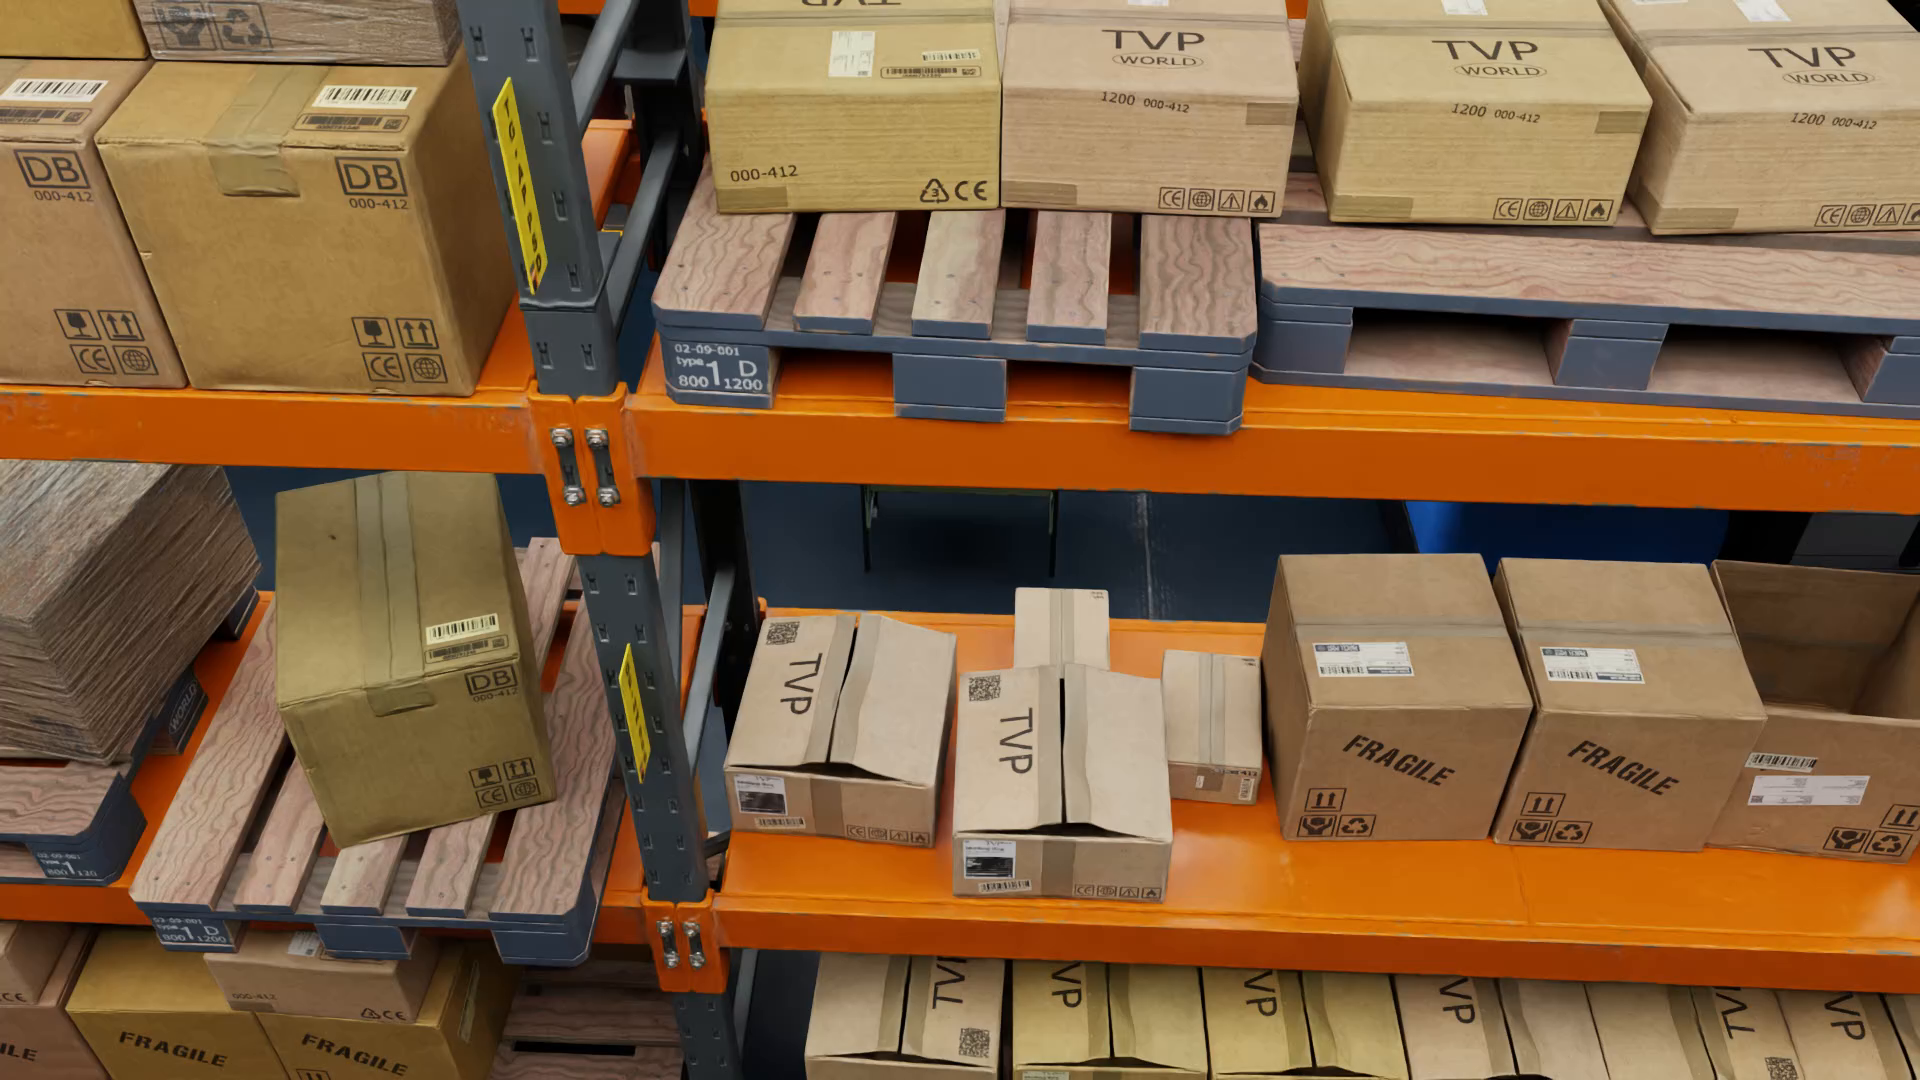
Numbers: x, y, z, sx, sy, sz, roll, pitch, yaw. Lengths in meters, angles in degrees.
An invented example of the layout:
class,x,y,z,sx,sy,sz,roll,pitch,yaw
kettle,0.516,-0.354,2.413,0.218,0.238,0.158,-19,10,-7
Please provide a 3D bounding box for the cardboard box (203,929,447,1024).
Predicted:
class,x,y,z,sx,sy,sz,roll,pitch,yaw
cardboard box,-1.645,0.991,4.447,0.500,0.250,0.500,3,43,4

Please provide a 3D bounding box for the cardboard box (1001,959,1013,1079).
class,x,y,z,sx,sy,sz,roll,pitch,yaw
cardboard box,0.368,1.462,4.689,0.500,0.250,0.500,1,43,1

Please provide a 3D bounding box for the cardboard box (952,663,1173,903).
class,x,y,z,sx,sy,sz,roll,pitch,yaw
cardboard box,0.241,0.571,4.002,0.500,0.311,0.500,1,43,1

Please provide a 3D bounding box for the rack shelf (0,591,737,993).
class,x,y,z,sx,sy,sz,roll,pitch,yaw
rack shelf,-2.642,0.581,4.454,4.000,0.370,1.077,2,43,2

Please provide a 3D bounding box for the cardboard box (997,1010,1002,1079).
class,x,y,z,sx,sy,sz,roll,pitch,yaw
cardboard box,-0.134,1.448,4.705,0.500,0.250,0.500,2,43,2

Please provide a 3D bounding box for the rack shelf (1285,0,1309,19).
class,x,y,z,sx,sy,sz,roll,pitch,yaw
rack shelf,1.581,-2.669,7.942,4.000,0.370,1.077,2,43,2

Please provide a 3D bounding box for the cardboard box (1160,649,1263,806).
class,x,y,z,sx,sy,sz,roll,pitch,yaw
cardboard box,0.632,0.472,4.227,0.250,0.149,0.380,5,43,5

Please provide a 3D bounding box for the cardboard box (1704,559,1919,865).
class,x,y,z,sx,sy,sz,roll,pitch,yaw
cardboard box,2.059,0.414,4.031,0.500,0.500,0.500,5,43,5

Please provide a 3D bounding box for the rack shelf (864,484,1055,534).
class,x,y,z,sx,sy,sz,roll,pitch,yaw
rack shelf,0.007,-0.310,6.461,0.720,0.370,0.431,2,43,2

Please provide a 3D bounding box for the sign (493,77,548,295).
class,x,y,z,sx,sy,sz,roll,pitch,yaw
sign,-0.671,-0.538,2.547,0.005,0.325,0.100,2,43,2

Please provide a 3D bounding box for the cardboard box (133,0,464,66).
class,x,y,z,sx,sy,sz,roll,pitch,yaw
cardboard box,-1.080,-1.139,2.764,0.500,0.500,0.500,2,43,2

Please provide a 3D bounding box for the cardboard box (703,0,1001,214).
class,x,y,z,sx,sy,sz,roll,pitch,yaw
cardboard box,-0.188,-0.842,3.054,0.500,0.250,0.500,-1,43,-1

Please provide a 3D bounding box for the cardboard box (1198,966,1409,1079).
class,x,y,z,sx,sy,sz,roll,pitch,yaw
cardboard box,0.900,1.270,4.484,0.500,0.311,0.500,1,43,1

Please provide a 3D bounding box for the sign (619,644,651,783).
class,x,y,z,sx,sy,sz,roll,pitch,yaw
sign,-0.659,0.354,3.378,0.005,0.325,0.100,2,43,2

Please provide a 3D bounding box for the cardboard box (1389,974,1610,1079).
class,x,y,z,sx,sy,sz,roll,pitch,yaw
cardboard box,1.414,1.285,4.467,0.500,0.311,0.500,1,43,1

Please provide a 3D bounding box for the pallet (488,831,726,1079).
class,x,y,z,sx,sy,sz,roll,pitch,yaw
pallet,-1.388,1.351,5.145,1.213,0.211,1.003,2,43,2

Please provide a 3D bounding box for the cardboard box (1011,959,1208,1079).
class,x,y,z,sx,sy,sz,roll,pitch,yaw
cardboard box,0.391,1.253,4.502,0.500,0.311,0.500,1,43,1

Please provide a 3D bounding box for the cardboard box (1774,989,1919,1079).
class,x,y,z,sx,sy,sz,roll,pitch,yaw
cardboard box,2.414,1.320,4.430,0.500,0.311,0.500,3,43,3

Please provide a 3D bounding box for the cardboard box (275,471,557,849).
class,x,y,z,sx,sy,sz,roll,pitch,yaw
cardboard box,-1.278,0.246,3.904,0.500,0.500,0.700,-12,44,-12

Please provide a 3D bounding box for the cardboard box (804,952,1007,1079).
class,x,y,z,sx,sy,sz,roll,pitch,yaw
cardboard box,-0.134,1.242,4.514,0.500,0.311,0.500,3,43,3

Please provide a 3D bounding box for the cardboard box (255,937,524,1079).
class,x,y,z,sx,sy,sz,roll,pitch,yaw
cardboard box,-1.589,1.264,4.704,0.500,0.500,0.500,3,43,4

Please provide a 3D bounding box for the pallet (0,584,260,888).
class,x,y,z,sx,sy,sz,roll,pitch,yaw
pallet,-2.587,0.393,4.269,1.213,0.211,1.003,2,43,2

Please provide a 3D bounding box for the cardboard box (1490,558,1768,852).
class,x,y,z,sx,sy,sz,roll,pitch,yaw
cardboard box,1.559,0.399,4.048,0.500,0.500,0.500,2,43,2

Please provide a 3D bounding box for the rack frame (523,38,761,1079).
class,x,y,z,sx,sy,sz,roll,pitch,yaw
rack frame,-0.644,0.379,4.143,0.127,3.000,1.000,2,43,2

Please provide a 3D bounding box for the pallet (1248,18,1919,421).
class,x,y,z,sx,sy,sz,roll,pitch,yaw
pallet,1.155,-0.657,3.193,1.213,0.211,1.003,4,43,4

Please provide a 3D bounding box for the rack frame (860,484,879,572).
class,x,y,z,sx,sy,sz,roll,pitch,yaw
rack frame,-0.359,-0.560,6.251,0.023,1.500,0.400,2,43,2

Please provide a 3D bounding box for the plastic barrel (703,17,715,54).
class,x,y,z,sx,sy,sz,roll,pitch,yaw
plastic barrel,-0.907,-2.357,8.363,0.708,0.830,0.600,2,43,2

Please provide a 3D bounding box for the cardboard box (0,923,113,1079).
class,x,y,z,sx,sy,sz,roll,pitch,yaw
cardboard box,-2.630,1.236,4.734,0.500,0.500,0.500,0,43,0

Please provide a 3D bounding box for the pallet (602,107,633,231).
class,x,y,z,sx,sy,sz,roll,pitch,yaw
pallet,-1.207,-1.969,8.709,1.213,0.211,1.003,2,43,2

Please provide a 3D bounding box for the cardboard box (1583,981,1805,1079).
class,x,y,z,sx,sy,sz,roll,pitch,yaw
cardboard box,1.916,1.303,4.448,0.500,0.311,0.500,2,43,2

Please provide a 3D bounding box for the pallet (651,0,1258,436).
class,x,y,z,sx,sy,sz,roll,pitch,yaw
pallet,0.038,-0.689,3.227,1.003,0.211,1.213,4,43,4

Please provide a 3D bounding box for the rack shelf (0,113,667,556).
class,x,y,z,sx,sy,sz,roll,pitch,yaw
rack shelf,-2.642,-0.517,3.431,4.000,0.370,1.077,2,43,2

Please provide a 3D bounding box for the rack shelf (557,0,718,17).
class,x,y,z,sx,sy,sz,roll,pitch,yaw
rack shelf,-2.415,-2.792,8.074,4.000,0.370,1.077,2,43,2

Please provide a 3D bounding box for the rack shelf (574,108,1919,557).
class,x,y,z,sx,sy,sz,roll,pitch,yaw
rack shelf,1.354,-0.394,3.299,4.000,0.370,1.077,2,43,2

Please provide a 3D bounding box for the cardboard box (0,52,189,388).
class,x,y,z,sx,sy,sz,roll,pitch,yaw
cardboard box,-1.591,-0.761,3.093,0.500,0.500,0.910,2,43,2

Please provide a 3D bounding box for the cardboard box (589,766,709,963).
class,x,y,z,sx,sy,sz,roll,pitch,yaw
cardboard box,-1.086,0.924,5.068,0.500,0.500,0.500,3,43,4

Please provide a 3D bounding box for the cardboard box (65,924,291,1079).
class,x,y,z,sx,sy,sz,roll,pitch,yaw
cardboard box,-2.106,1.248,4.721,0.500,0.500,0.500,0,43,0

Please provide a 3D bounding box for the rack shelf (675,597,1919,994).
class,x,y,z,sx,sy,sz,roll,pitch,yaw
rack shelf,1.354,0.704,4.322,4.000,0.370,1.077,2,43,2

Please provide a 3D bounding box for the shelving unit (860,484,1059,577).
class,x,y,z,sx,sy,sz,roll,pitch,yaw
shelving unit,0.007,-0.549,6.239,0.755,1.500,0.431,2,43,2

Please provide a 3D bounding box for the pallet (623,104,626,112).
class,x,y,z,sx,sy,sz,roll,pitch,yaw
pallet,-2.422,-2.009,8.751,1.213,0.211,1.003,2,43,2

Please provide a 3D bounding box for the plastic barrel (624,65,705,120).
class,x,y,z,sx,sy,sz,roll,pitch,yaw
plastic barrel,-1.475,-2.197,8.425,0.421,0.512,0.421,0,43,0

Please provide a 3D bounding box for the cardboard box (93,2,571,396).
class,x,y,z,sx,sy,sz,roll,pitch,yaw
cardboard box,-1.081,-0.746,3.076,0.500,0.500,0.910,2,43,2

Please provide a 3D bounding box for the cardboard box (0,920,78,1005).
class,x,y,z,sx,sy,sz,roll,pitch,yaw
cardboard box,-2.668,0.962,4.478,0.500,0.250,0.500,1,43,1

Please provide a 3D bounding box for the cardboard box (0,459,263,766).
class,x,y,z,sx,sy,sz,roll,pitch,yaw
cardboard box,-2.183,0.088,4.073,0.500,0.500,0.700,9,44,10

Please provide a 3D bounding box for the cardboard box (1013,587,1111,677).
class,x,y,z,sx,sy,sz,roll,pitch,yaw
cardboard box,0.267,0.310,4.400,0.250,0.149,0.380,2,43,2

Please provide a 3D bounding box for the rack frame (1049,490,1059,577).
class,x,y,z,sx,sy,sz,roll,pitch,yaw
rack frame,0.372,-0.537,6.227,0.023,1.500,0.400,2,43,2

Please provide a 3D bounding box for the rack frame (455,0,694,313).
class,x,y,z,sx,sy,sz,roll,pitch,yaw
rack frame,-0.644,-1.816,2.098,0.127,3.000,1.000,2,43,2

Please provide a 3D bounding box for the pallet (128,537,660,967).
class,x,y,z,sx,sy,sz,roll,pitch,yaw
pallet,-1.324,0.476,4.179,1.003,0.211,1.213,2,43,2

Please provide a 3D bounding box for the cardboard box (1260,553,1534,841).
class,x,y,z,sx,sy,sz,roll,pitch,yaw
cardboard box,1.033,0.383,4.065,0.500,0.500,0.500,0,43,0

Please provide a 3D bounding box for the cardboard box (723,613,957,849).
class,x,y,z,sx,sy,sz,roll,pitch,yaw
cardboard box,-0.283,0.453,4.129,0.500,0.311,0.500,4,43,5

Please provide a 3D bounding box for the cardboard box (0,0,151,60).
class,x,y,z,sx,sy,sz,roll,pitch,yaw
cardboard box,-1.589,-1.154,2.781,0.500,0.500,0.500,2,43,2

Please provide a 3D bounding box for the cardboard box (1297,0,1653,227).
class,x,y,z,sx,sy,sz,roll,pitch,yaw
cardboard box,0.907,-0.813,3.023,0.500,0.250,0.500,1,43,1

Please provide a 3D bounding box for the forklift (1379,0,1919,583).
class,x,y,z,sx,sy,sz,roll,pitch,yaw
forklift,3.231,-1.059,5.737,3.031,2.935,1.130,0,43,0

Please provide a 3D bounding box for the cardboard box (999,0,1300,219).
class,x,y,z,sx,sy,sz,roll,pitch,yaw
cardboard box,0.336,-0.838,3.050,0.500,0.250,0.500,3,43,3

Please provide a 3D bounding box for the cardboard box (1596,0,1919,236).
class,x,y,z,sx,sy,sz,roll,pitch,yaw
cardboard box,1.445,-0.795,3.004,0.500,0.250,0.500,-2,43,-2

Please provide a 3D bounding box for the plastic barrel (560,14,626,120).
class,x,y,z,sx,sy,sz,roll,pitch,yaw
plastic barrel,-2.035,-2.303,8.483,0.708,0.588,0.600,2,43,2
